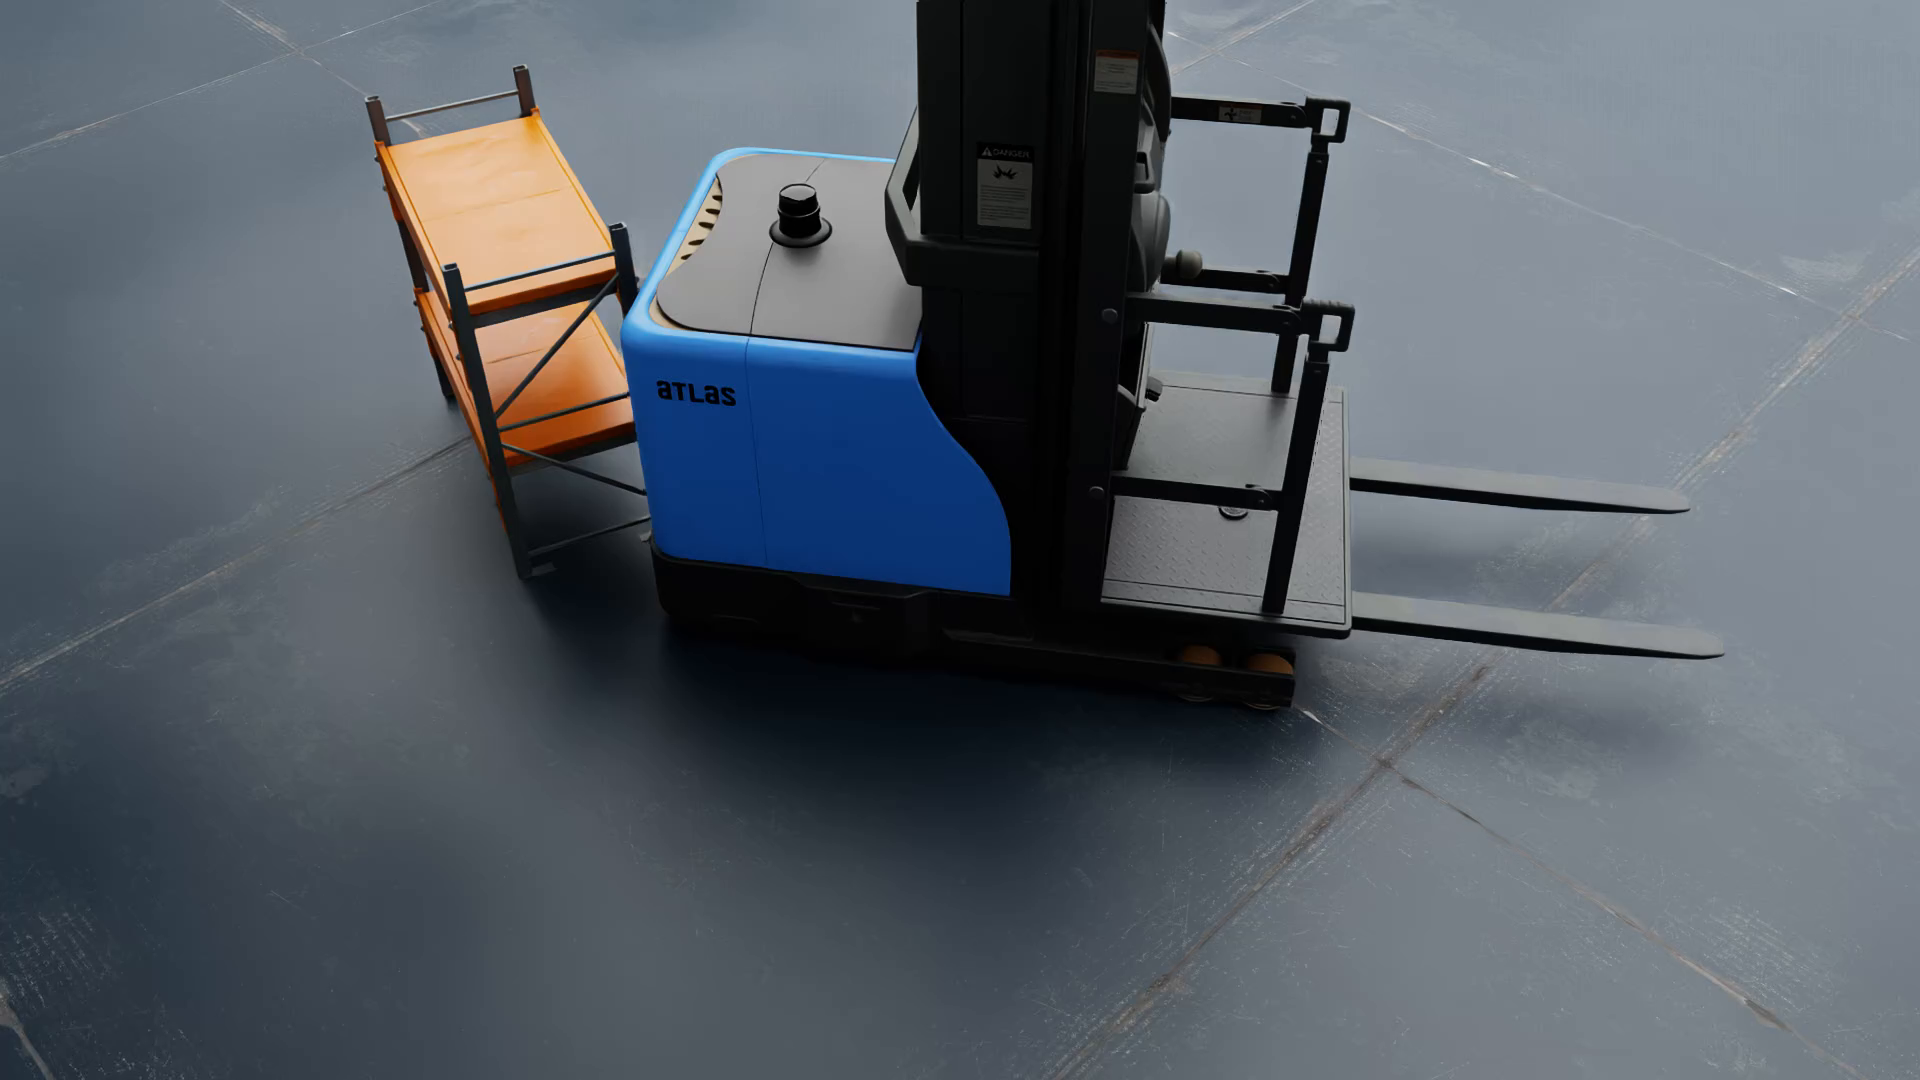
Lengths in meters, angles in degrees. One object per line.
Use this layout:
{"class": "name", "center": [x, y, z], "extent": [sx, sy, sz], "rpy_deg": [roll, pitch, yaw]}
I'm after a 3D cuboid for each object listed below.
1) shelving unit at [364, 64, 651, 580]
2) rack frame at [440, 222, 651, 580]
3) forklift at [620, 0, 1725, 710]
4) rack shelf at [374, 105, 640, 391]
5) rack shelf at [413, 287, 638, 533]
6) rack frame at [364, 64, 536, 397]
{"class": "shelving unit", "center": [-1.356, -0.683, 5.160], "extent": [0.538, 1.125, 1.048], "rpy_deg": [-18, 46, -19]}
{"class": "rack frame", "center": [-1.135, -0.372, 4.824], "extent": [0.500, 1.125, 0.032], "rpy_deg": [-18, 46, -19]}
{"class": "forklift", "center": [0.667, -0.984, 4.156], "extent": [3.031, 2.935, 1.130], "rpy_deg": [6, 43, 7]}
{"class": "rack shelf", "center": [-1.356, -0.898, 4.962], "extent": [0.538, 0.278, 1.000], "rpy_deg": [-18, 46, -19]}
{"class": "rack shelf", "center": [-1.356, -0.503, 5.326], "extent": [0.538, 0.278, 1.000], "rpy_deg": [-18, 46, -19]}
{"class": "rack frame", "center": [-1.577, -0.994, 5.497], "extent": [0.500, 1.125, 0.032], "rpy_deg": [-18, 46, -19]}
